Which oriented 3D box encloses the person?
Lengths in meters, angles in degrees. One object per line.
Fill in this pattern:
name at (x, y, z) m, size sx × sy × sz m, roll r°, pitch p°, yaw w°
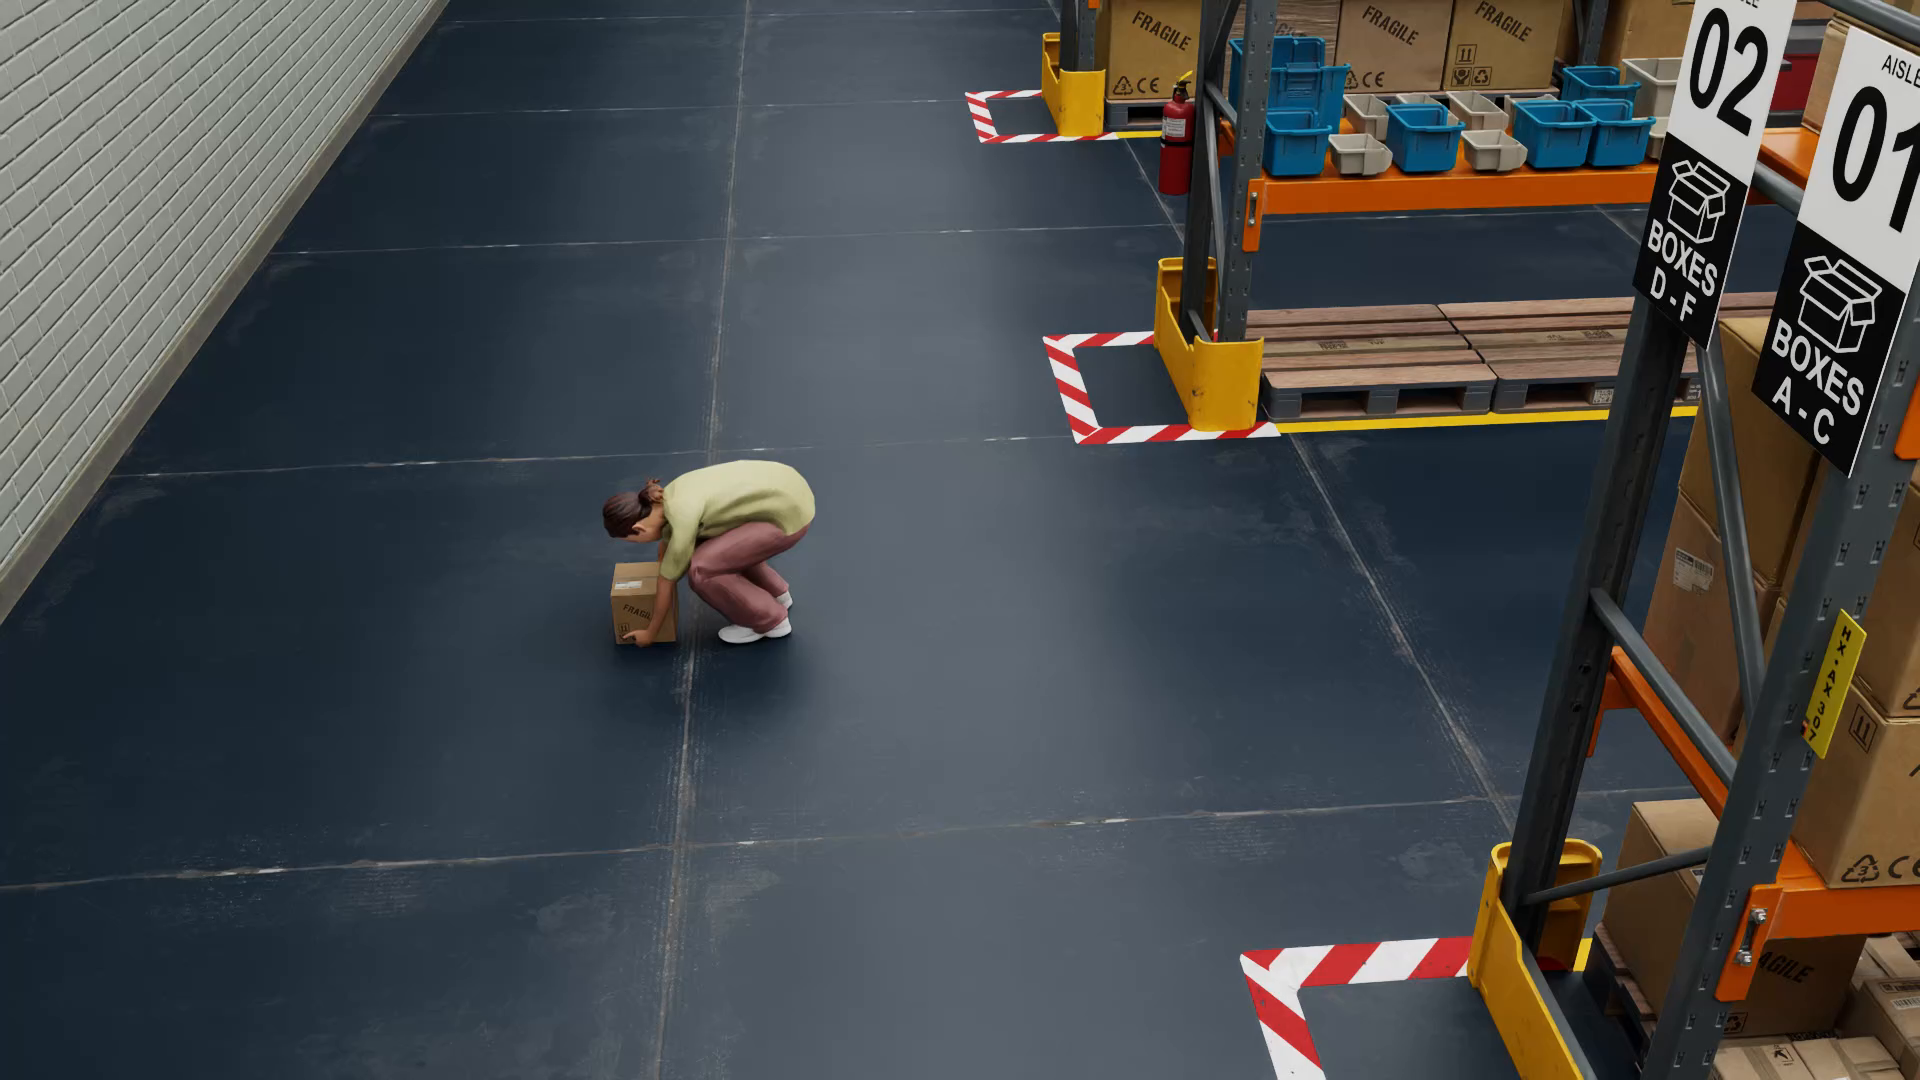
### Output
person at (-1.031, 0.051, 6.967) m, size 0.867 × 0.756 × 0.463 m, roll -4°, pitch 31°, yaw -6°
